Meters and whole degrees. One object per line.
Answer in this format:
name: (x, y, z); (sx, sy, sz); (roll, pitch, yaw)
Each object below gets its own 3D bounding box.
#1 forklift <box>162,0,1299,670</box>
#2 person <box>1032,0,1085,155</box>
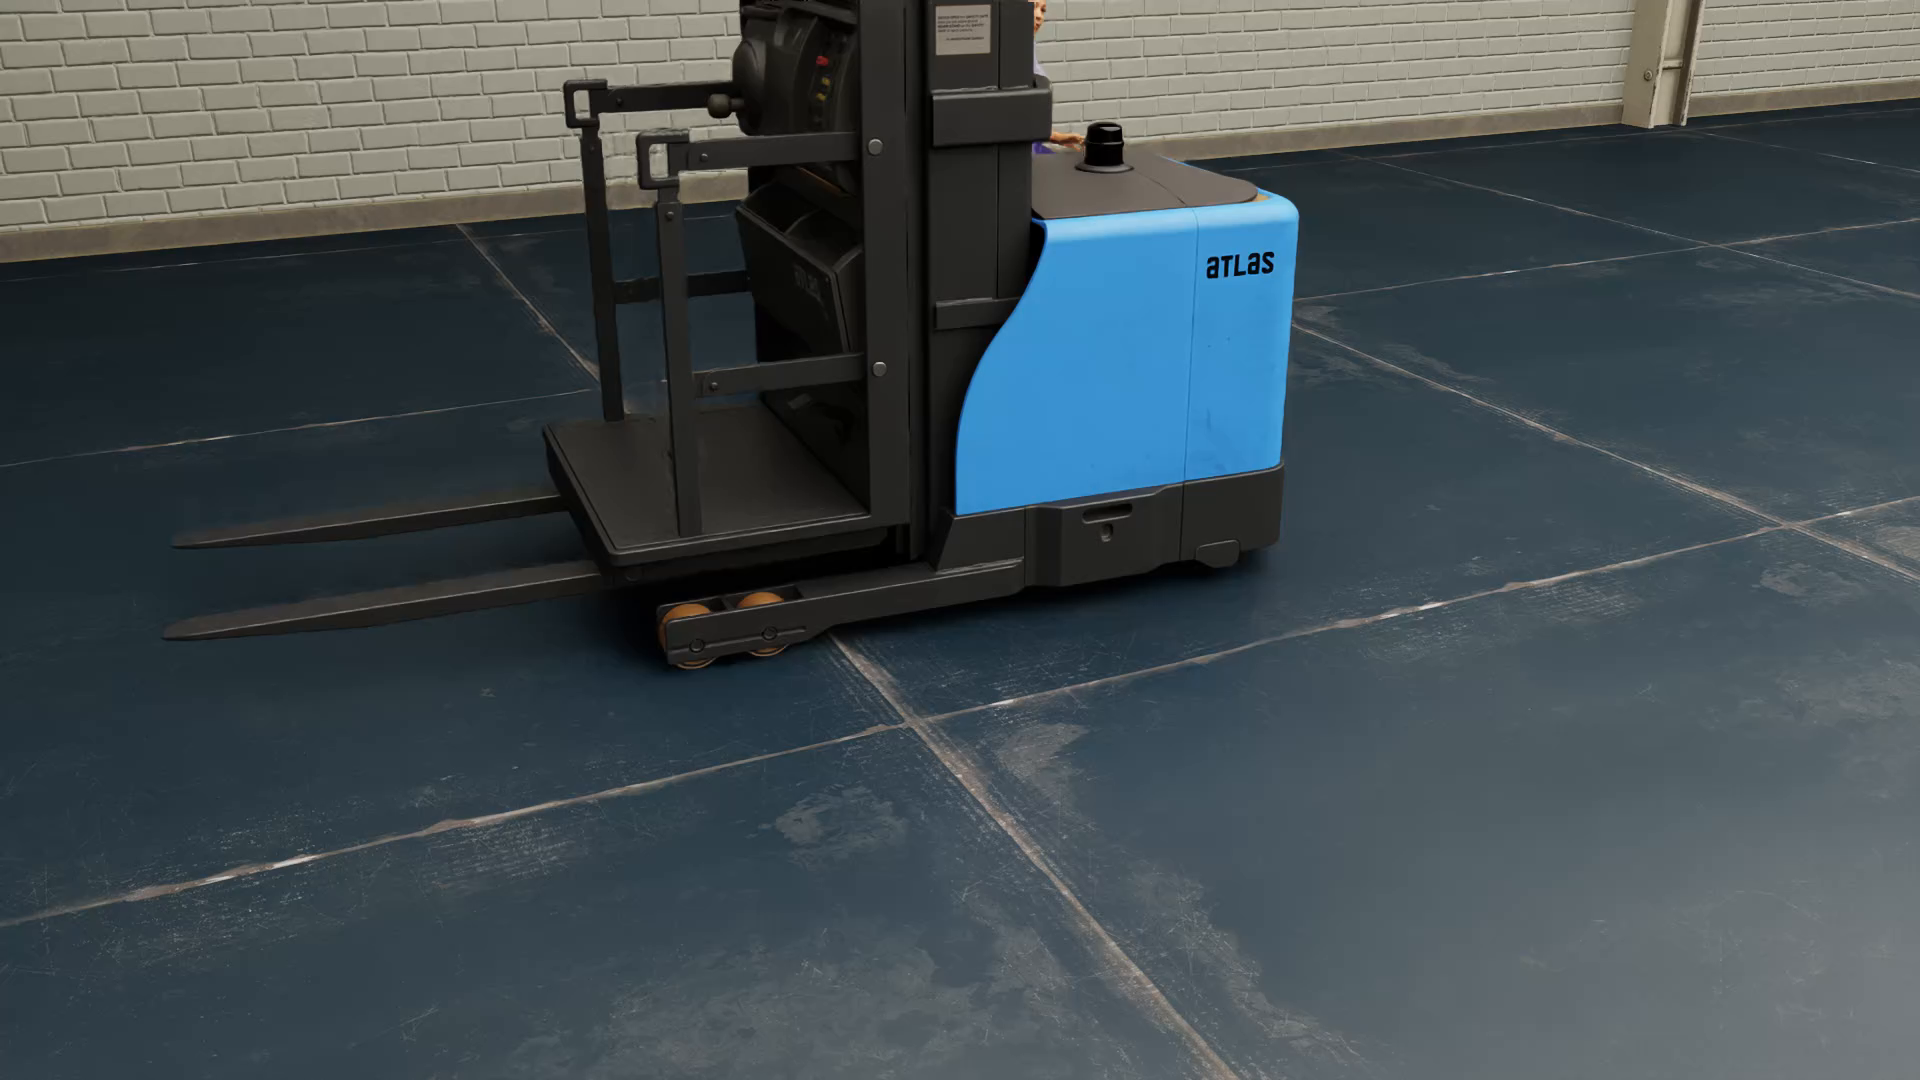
forklift: (-0.621, -1.248, 4.291); (3.031, 2.935, 1.130); (-9, 24, -20)
person: (0.337, -1.661, 7.228); (0.729, 1.473, 0.703); (-14, 26, -30)
